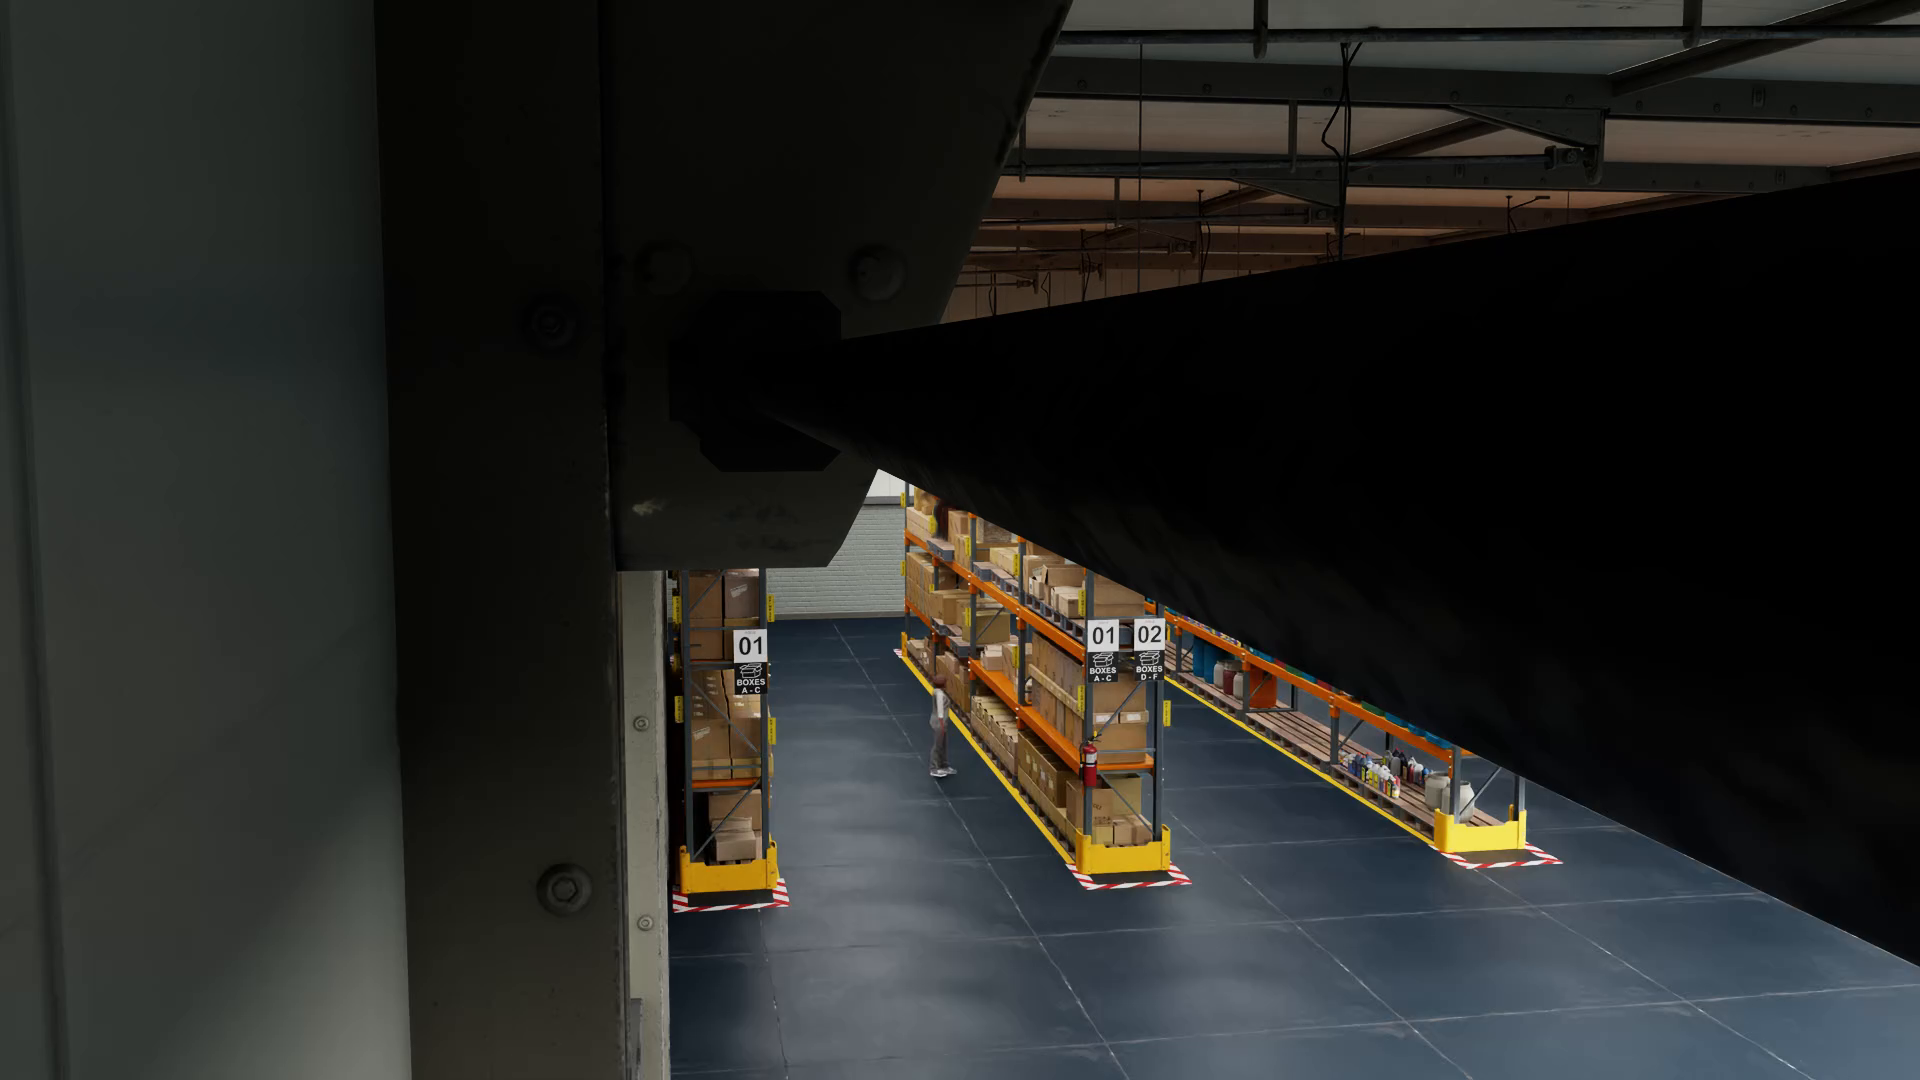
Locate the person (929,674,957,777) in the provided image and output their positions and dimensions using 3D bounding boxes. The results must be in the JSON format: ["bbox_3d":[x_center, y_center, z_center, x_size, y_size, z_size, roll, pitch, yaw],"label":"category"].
[{"bbox_3d":[-0.256,2.876,25.781,0.450,1.615,0.460,0,6,-3],"label":"person"}]
